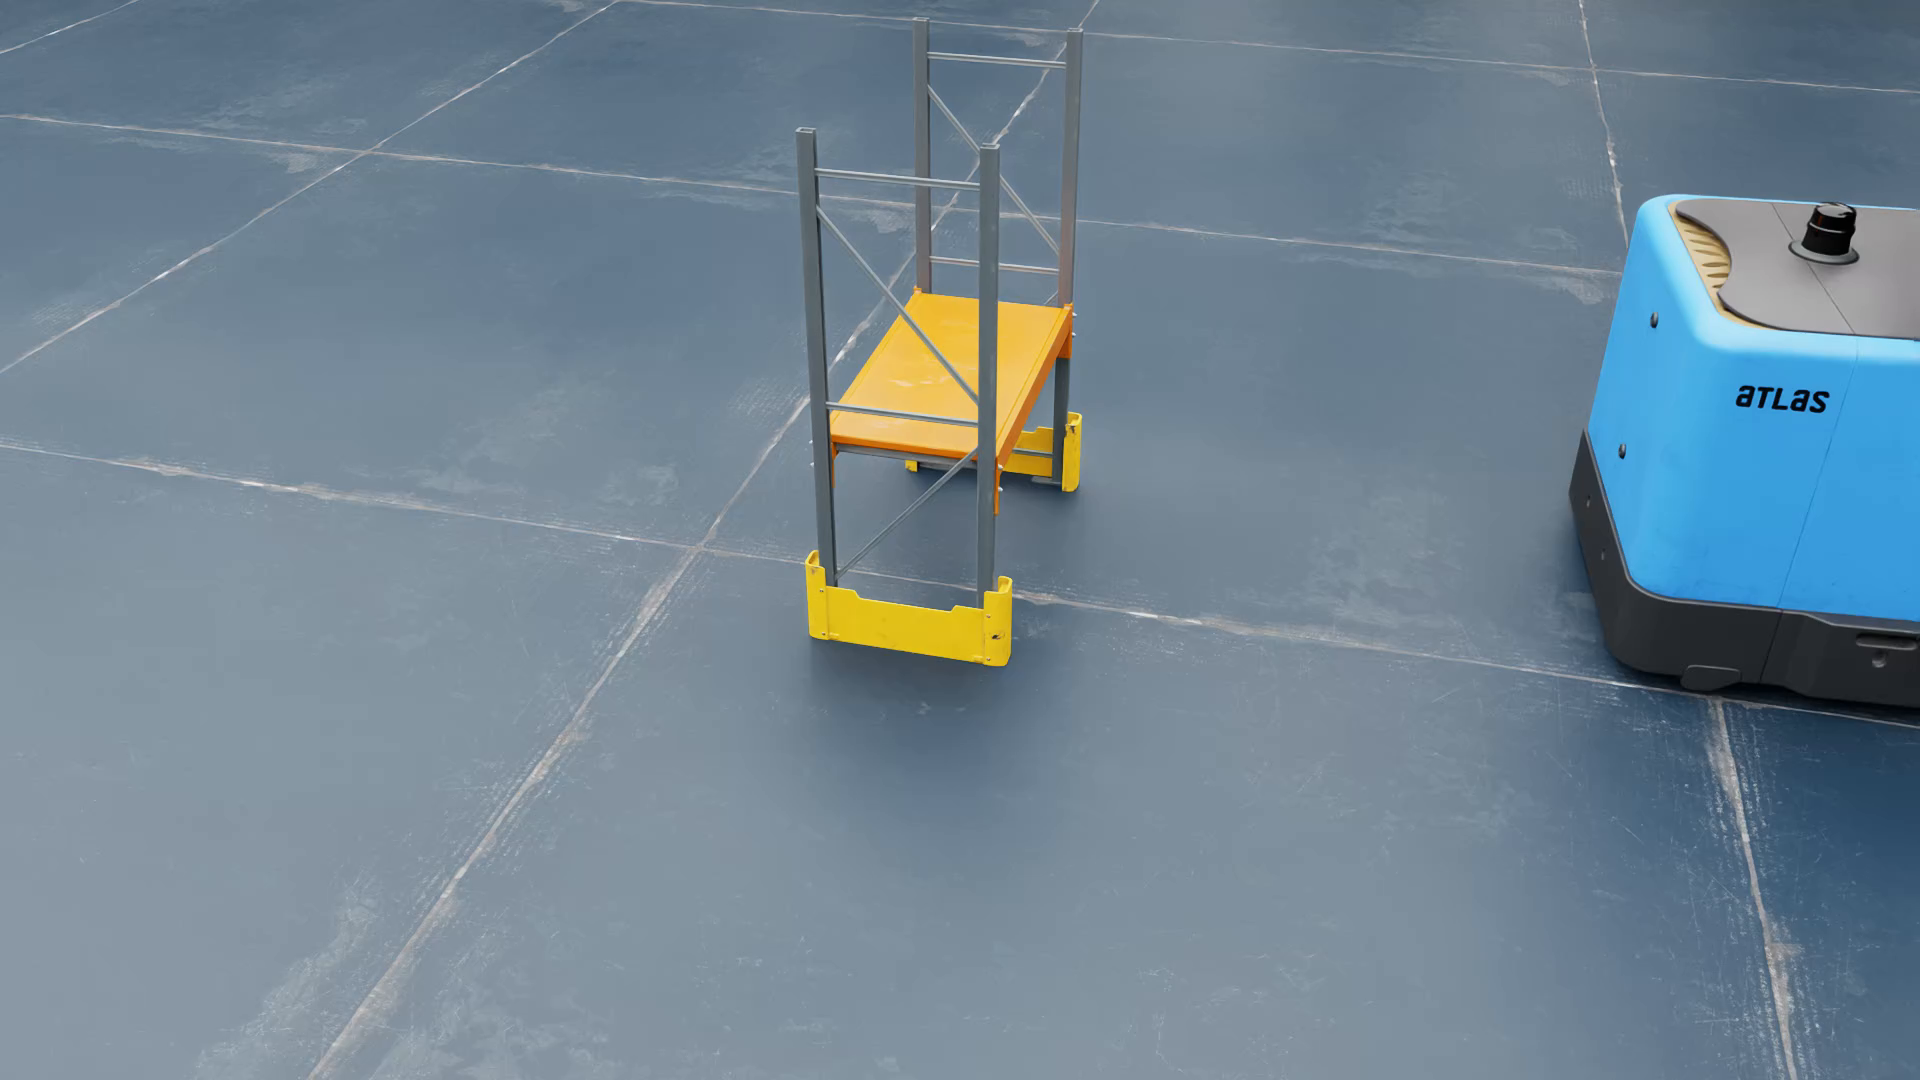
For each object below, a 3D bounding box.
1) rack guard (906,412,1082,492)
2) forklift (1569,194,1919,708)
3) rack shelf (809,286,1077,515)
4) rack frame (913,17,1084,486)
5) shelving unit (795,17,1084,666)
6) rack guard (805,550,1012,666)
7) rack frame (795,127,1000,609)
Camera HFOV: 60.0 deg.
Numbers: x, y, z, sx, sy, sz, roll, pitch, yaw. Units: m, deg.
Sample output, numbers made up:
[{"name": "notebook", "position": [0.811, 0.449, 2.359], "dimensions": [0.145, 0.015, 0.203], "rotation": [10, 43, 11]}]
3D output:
[{"name": "rack guard", "position": [0.107, -0.324, 5.527], "dimensions": [0.587, 0.250, 0.087], "rotation": [8, 33, 12]}, {"name": "forklift", "position": [3.373, -0.956, 4.022], "dimensions": [3.031, 2.935, 1.130], "rotation": [5, 33, 9]}, {"name": "rack shelf", "position": [-0.022, -0.437, 4.875], "dimensions": [0.538, 0.185, 1.000], "rotation": [8, 33, 12]}, {"name": "rack frame", "position": [0.107, -0.852, 5.193], "dimensions": [0.500, 1.500, 0.032], "rotation": [8, 33, 12]}, {"name": "shelving unit", "position": [-0.019, -0.593, 4.785], "dimensions": [0.587, 1.500, 1.083], "rotation": [8, 33, 12]}, {"name": "rack guard", "position": [-0.146, 0.192, 4.714], "dimensions": [0.587, 0.250, 0.087], "rotation": [8, 33, 12]}, {"name": "rack frame", "position": [-0.151, -0.325, 4.363], "dimensions": [0.500, 1.500, 0.032], "rotation": [8, 33, 12]}]
